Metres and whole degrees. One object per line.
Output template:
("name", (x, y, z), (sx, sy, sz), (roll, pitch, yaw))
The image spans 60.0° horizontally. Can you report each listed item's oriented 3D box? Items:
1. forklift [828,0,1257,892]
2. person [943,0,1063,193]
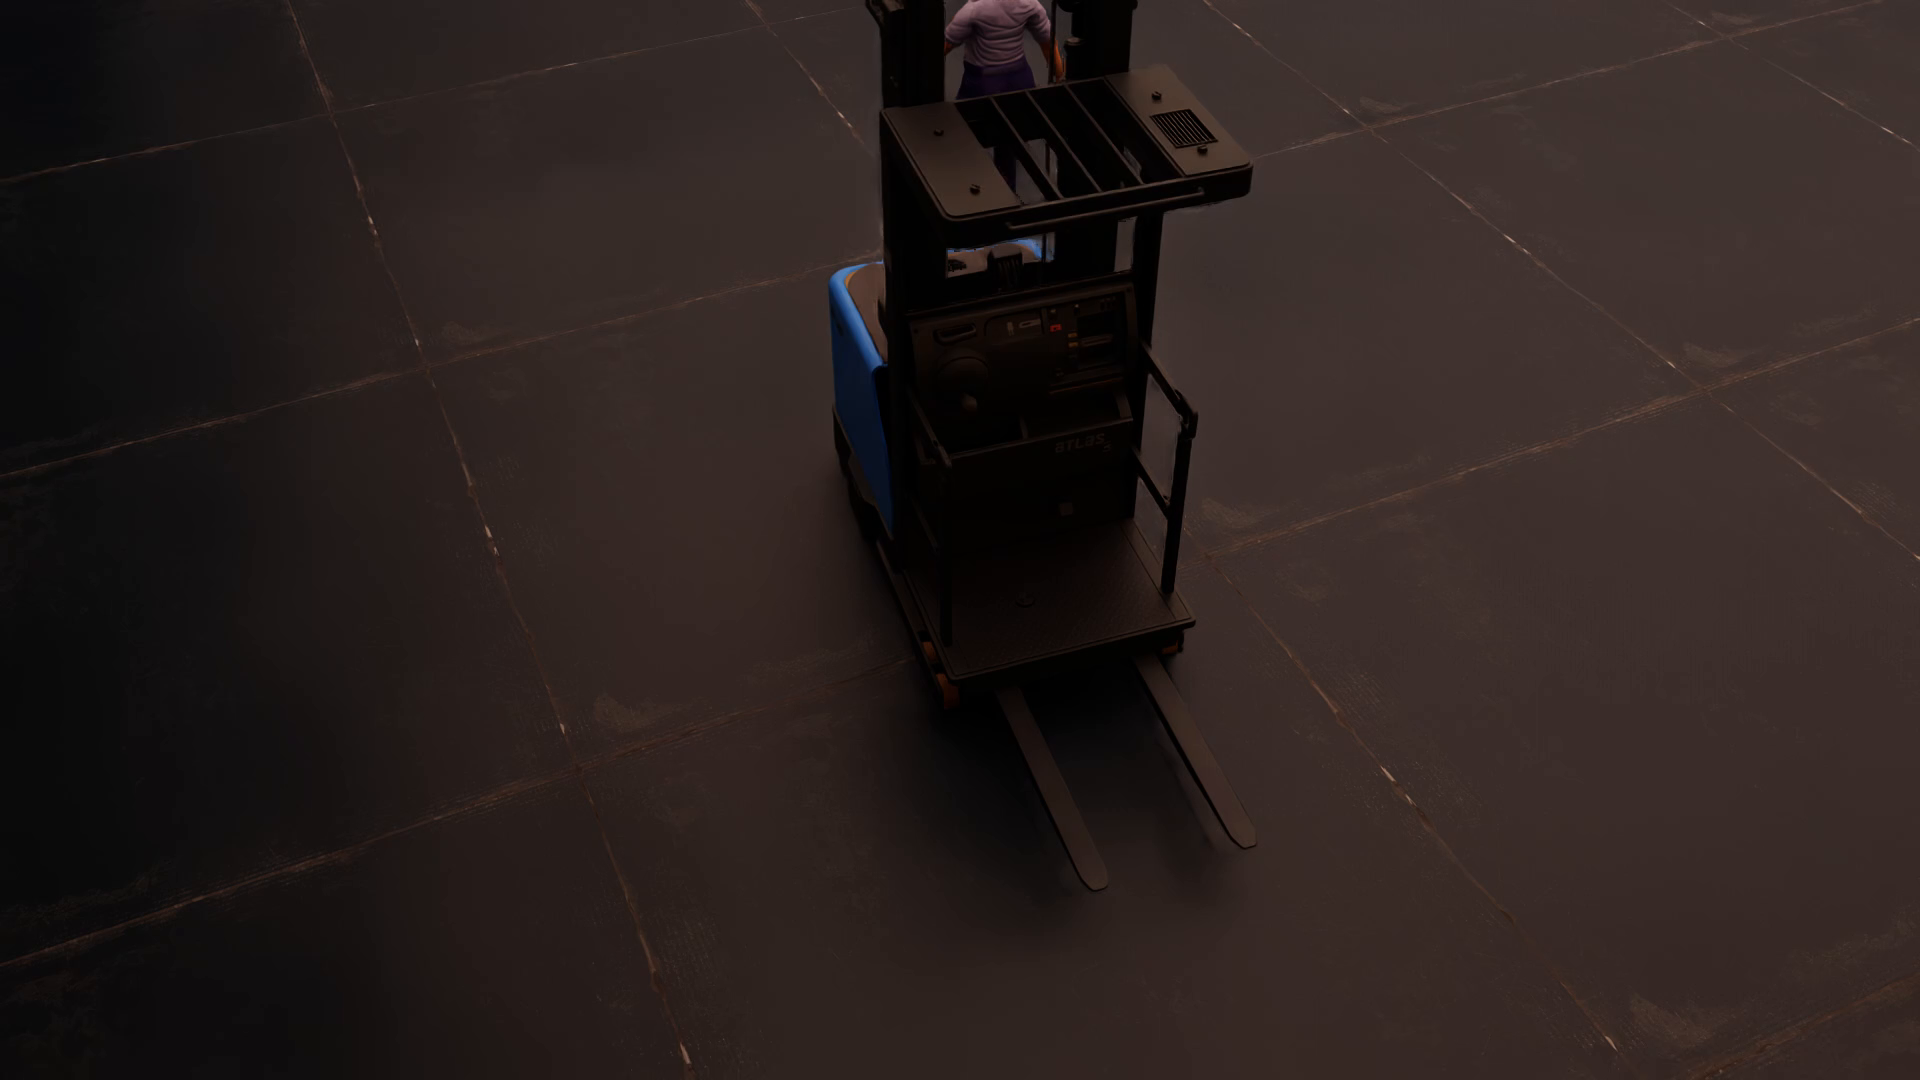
("forklift", (0.328, -0.667, 6.395), (1.130, 2.935, 3.031), (-13, 45, -13))
("person", (0.203, -2.549, 9.370), (0.751, 1.632, 0.587), (-17, 46, -17))
